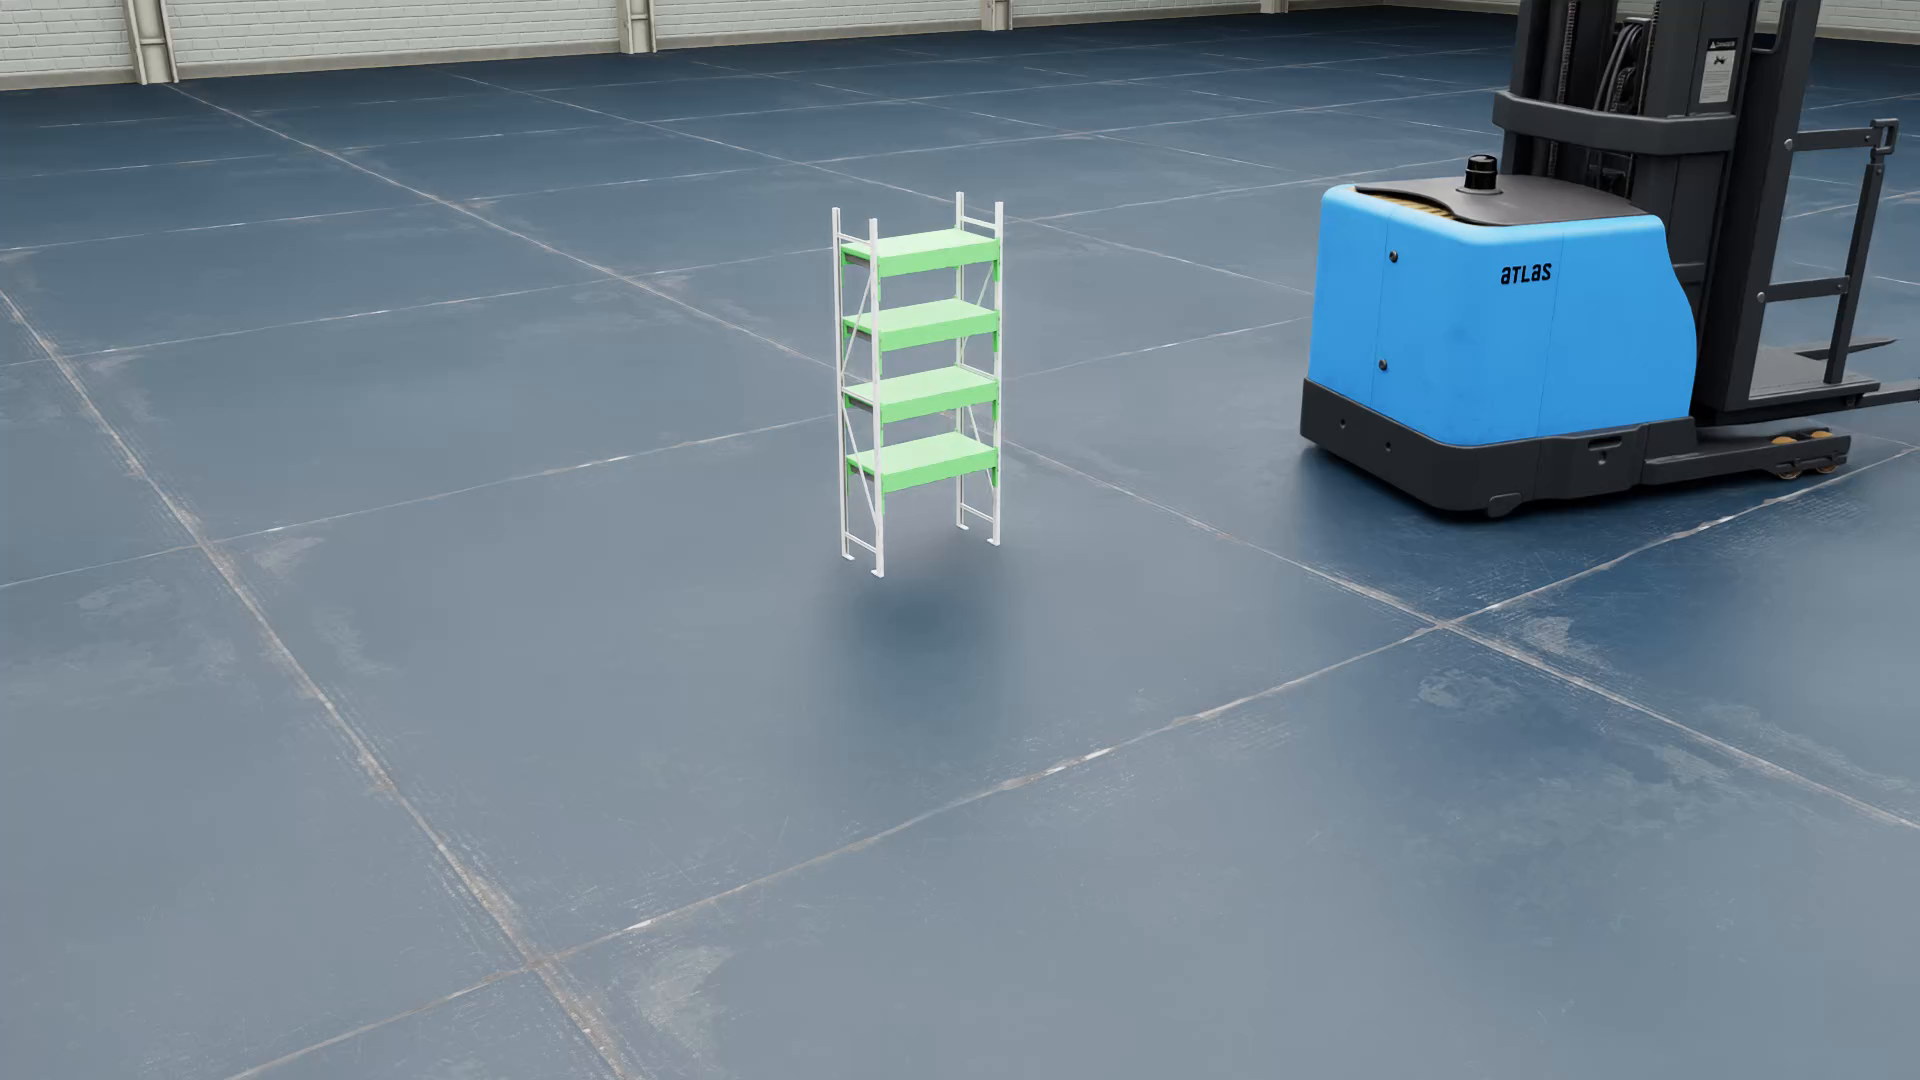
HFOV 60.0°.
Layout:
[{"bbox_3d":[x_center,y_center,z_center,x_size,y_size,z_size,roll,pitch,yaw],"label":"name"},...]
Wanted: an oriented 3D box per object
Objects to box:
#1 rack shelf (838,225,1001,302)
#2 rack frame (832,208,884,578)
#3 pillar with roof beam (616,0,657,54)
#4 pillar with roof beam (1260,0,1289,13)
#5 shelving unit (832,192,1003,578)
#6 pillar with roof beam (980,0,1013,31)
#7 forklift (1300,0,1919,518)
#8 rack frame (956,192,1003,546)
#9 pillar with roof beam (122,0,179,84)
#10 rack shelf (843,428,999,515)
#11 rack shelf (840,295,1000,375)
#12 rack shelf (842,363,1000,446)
[{"bbox_3d":[-0.134,-0.908,5.430,0.480,0.148,0.258,-15,26,-33],"label":"rack shelf"},{"bbox_3d":[-0.332,-0.469,5.452,0.015,1.200,0.240,-15,26,-33],"label":"rack frame"},{"bbox_3d":[-1.797,-9.424,17.372,0.400,9.000,9.100,-15,26,-33],"label":"pillar with roof beam"},{"bbox_3d":[7.944,-12.022,23.881,0.400,9.000,9.100,-15,26,-33],"label":"pillar with roof beam"},{"bbox_3d":[-0.134,-0.521,5.584,0.503,1.200,0.258,-15,26,-33],"label":"shelving unit"},{"bbox_3d":[3.073,-10.723,20.627,0.400,9.000,9.100,-15,26,-33],"label":"pillar with roof beam"},{"bbox_3d":[2.957,-1.769,6.376,3.031,2.935,1.130,-8,23,-20],"label":"forklift"},{"bbox_3d":[0.064,-0.574,5.717,0.015,1.200,0.240,-15,26,-33],"label":"rack frame"},{"bbox_3d":[-6.667,-8.126,14.117,0.400,9.000,9.100,-15,26,-33],"label":"pillar with roof beam"},{"bbox_3d":[-0.134,-0.239,5.697,0.480,0.148,0.258,-15,26,-33],"label":"rack shelf"},{"bbox_3d":[-0.134,-0.685,5.519,0.480,0.148,0.258,-15,26,-33],"label":"rack shelf"},{"bbox_3d":[-0.134,-0.462,5.608,0.480,0.148,0.258,-15,26,-33],"label":"rack shelf"}]
